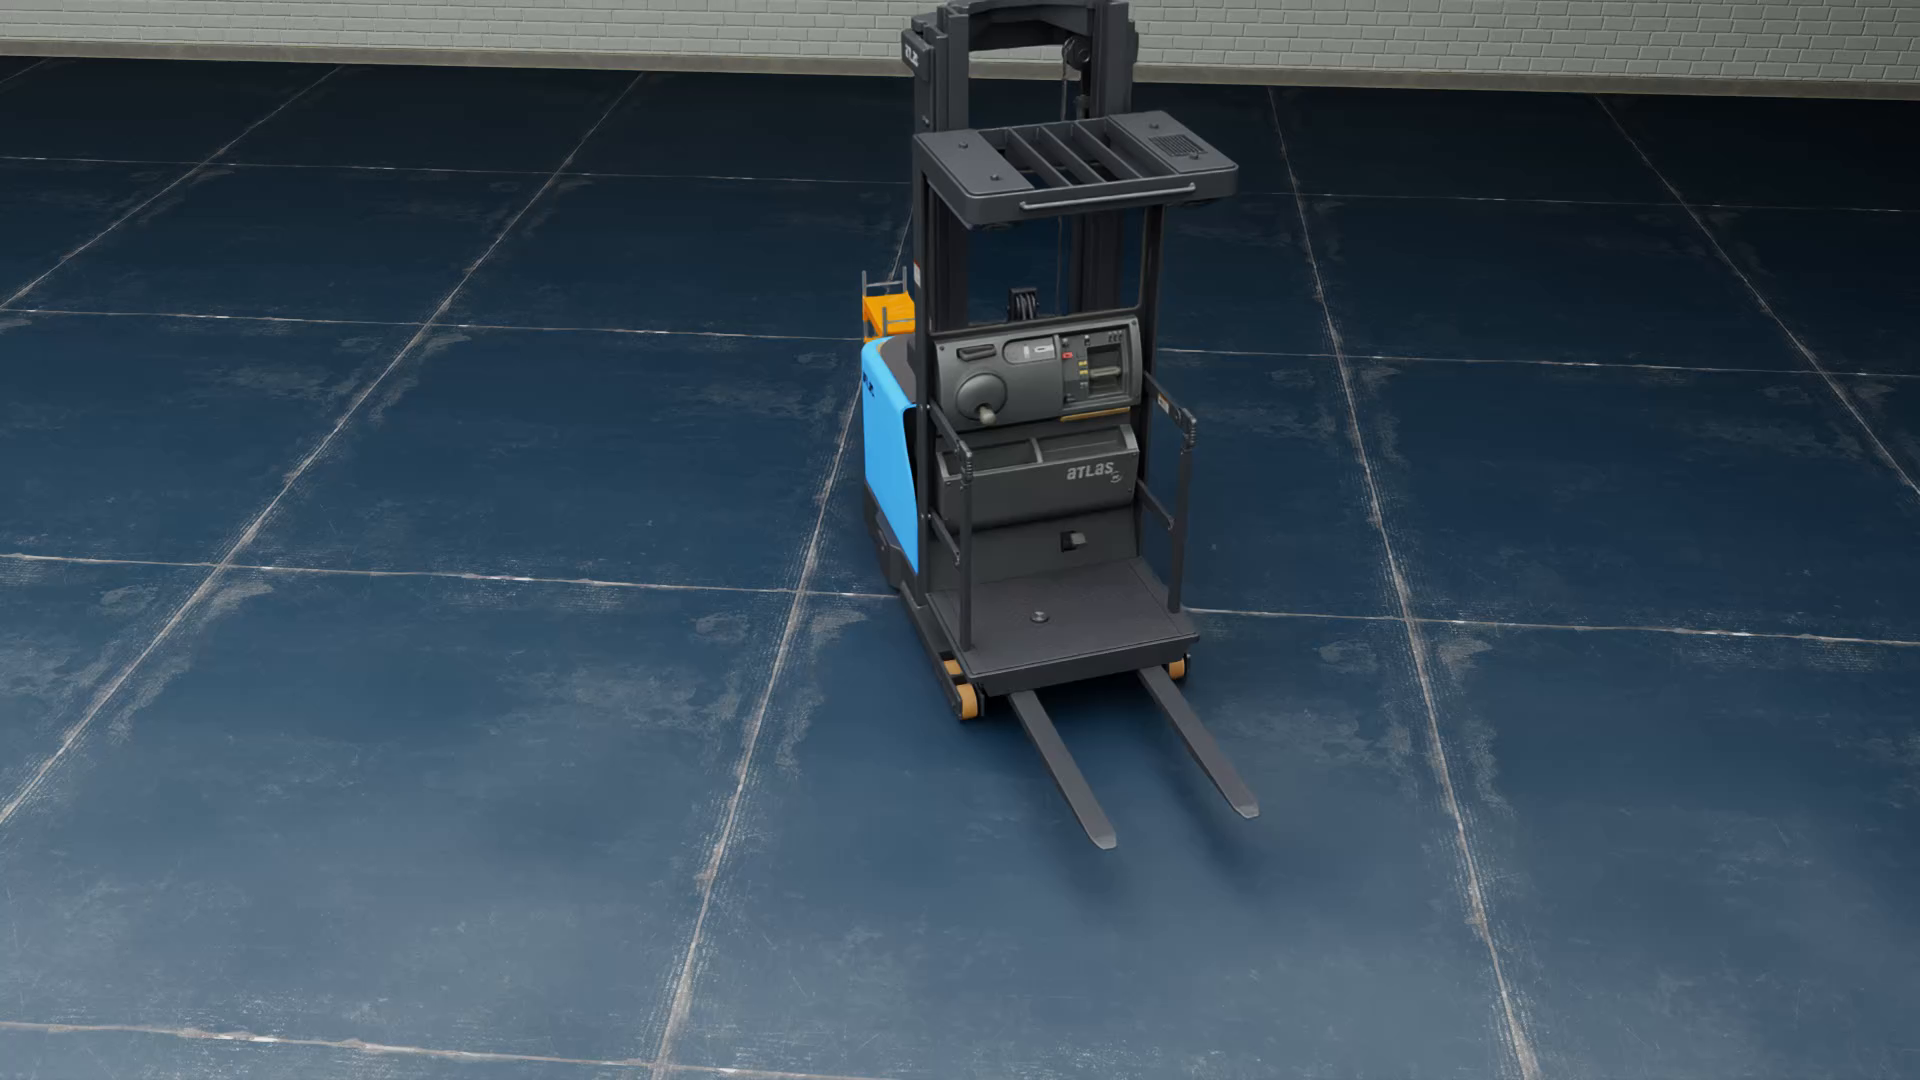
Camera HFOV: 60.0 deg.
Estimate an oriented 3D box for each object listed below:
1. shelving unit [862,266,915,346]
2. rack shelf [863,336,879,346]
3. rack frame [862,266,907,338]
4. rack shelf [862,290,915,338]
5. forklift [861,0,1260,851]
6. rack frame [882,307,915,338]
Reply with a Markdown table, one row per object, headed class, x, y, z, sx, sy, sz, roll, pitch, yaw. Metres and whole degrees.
| class | x | y | z | sx | sy | sz | roll | pitch | yaw |
| --- | --- | --- | --- | --- | --- | --- | --- | --- | --- |
| shelving unit | -0.337 | -0.798 | 8.901 | 0.258 | 1.200 | 0.503 | -8 | 33 | -13 |
| rack shelf | -0.337 | -0.931 | 8.819 | 0.258 | 0.148 | 0.480 | -8 | 33 | -13 |
| rack frame | -0.400 | -0.921 | 9.101 | 0.240 | 1.200 | 0.015 | -8 | 33 | -13 |
| rack shelf | -0.337 | -1.132 | 8.695 | 0.258 | 0.148 | 0.480 | -8 | 33 | -13 |
| forklift | 0.416 | -0.677 | 7.054 | 1.130 | 2.935 | 3.031 | -9 | 33 | -15 |
| rack frame | -0.274 | -0.674 | 8.700 | 0.240 | 1.200 | 0.015 | -8 | 33 | -13 |
